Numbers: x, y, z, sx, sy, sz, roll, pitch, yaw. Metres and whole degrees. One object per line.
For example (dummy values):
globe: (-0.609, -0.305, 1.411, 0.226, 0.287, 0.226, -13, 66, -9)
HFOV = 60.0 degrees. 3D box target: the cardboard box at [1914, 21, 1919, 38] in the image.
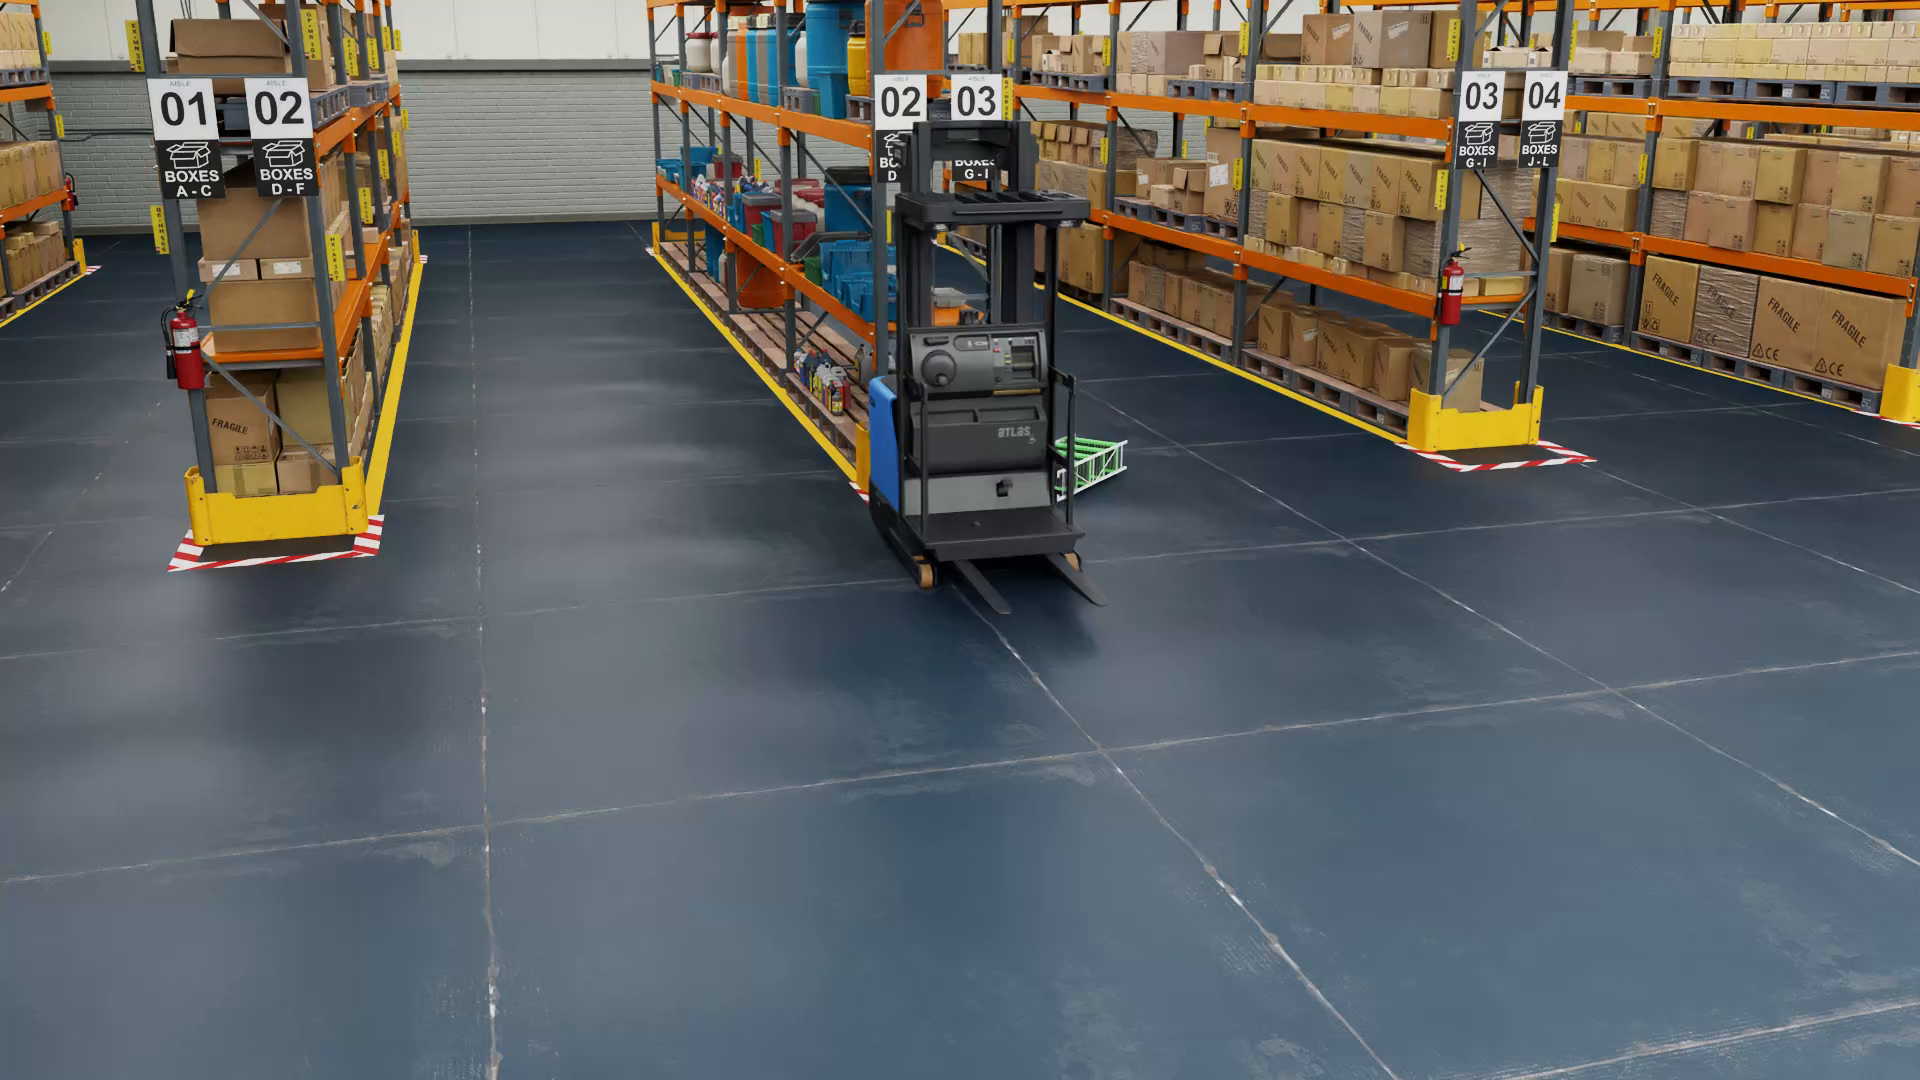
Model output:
cardboard box: (8.964, -4.654, 15.163, 0.380, 0.149, 0.250, -5, 17, -15)

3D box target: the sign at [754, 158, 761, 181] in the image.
sign: (-2.945, -5.379, 24.165, 0.100, 0.325, 0.005, -5, 17, -15)

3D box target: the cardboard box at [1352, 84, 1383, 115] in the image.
cardboard box: (3.936, -4.034, 15.215, 0.500, 0.250, 0.500, -4, 17, -14)

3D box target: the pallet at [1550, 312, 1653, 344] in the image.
pallet: (7.999, -2.619, 20.302, 1.003, 0.211, 1.213, -5, 17, -15)

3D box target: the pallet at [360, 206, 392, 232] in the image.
pallet: (-7.392, -3.797, 19.711, 1.213, 0.211, 1.003, -5, 17, -15)

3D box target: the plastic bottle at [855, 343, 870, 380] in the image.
plastic bottle: (-0.960, -1.766, 16.457, 0.144, 0.351, 0.185, -5, 17, -15)

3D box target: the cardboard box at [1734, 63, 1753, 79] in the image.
cardboard box: (8.338, -4.903, 17.379, 0.380, 0.149, 0.250, -5, 17, -16)

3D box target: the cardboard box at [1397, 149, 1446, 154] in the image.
cardboard box: (4.427, -3.396, 15.614, 0.500, 0.500, 0.500, -5, 17, -15)

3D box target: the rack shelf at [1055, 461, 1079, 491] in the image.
rack shelf: (0.699, -0.523, 13.182, 0.480, 0.258, 0.148, 10, 19, 30)

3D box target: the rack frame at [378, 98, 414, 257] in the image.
rack frame: (-9.337, -5.919, 26.444, 1.000, 3.000, 0.127, -5, 17, -15)

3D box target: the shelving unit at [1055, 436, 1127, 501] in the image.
shelving unit: (0.857, -0.598, 13.431, 0.503, 0.258, 1.200, 10, 19, 30)

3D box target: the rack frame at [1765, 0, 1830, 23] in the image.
rack frame: (11.916, -8.145, 23.427, 1.000, 3.000, 0.127, -5, 17, -15)

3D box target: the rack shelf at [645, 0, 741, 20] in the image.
rack shelf: (-4.024, -8.094, 25.201, 1.077, 0.370, 4.000, -5, 17, -15)

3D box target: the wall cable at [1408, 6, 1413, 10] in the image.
wall cable: (11.296, -12.196, 36.846, 2.988, 3.039, 0.133, -5, 17, -15)

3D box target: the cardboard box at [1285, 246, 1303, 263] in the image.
cardboard box: (3.515, -2.901, 16.832, 0.380, 0.149, 0.250, -5, 17, -15)

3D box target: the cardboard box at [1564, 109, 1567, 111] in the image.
cardboard box: (10.458, -7.358, 28.193, 0.380, 0.149, 0.250, -4, 17, -14)

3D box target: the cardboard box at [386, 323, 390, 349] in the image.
cardboard box: (-6.479, -2.183, 18.055, 0.500, 0.250, 0.500, -4, 17, -14)

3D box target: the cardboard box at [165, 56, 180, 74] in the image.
cardboard box: (-5.510, -3.424, 12.211, 0.500, 0.250, 0.500, -5, 17, -15)

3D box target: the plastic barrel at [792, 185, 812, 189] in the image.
plastic barrel: (-1.887, -3.883, 19.471, 0.421, 0.512, 0.421, 0, 17, 0)

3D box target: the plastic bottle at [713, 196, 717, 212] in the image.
plastic bottle: (-3.161, -4.366, 21.618, 0.097, 0.201, 0.097, 0, 17, 0)

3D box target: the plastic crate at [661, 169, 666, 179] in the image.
plastic crate: (-4.627, -5.835, 26.518, 0.250, 0.136, 0.298, -5, 17, -15)

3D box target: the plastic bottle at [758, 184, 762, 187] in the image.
plastic bottle: (-2.715, -4.719, 22.663, 0.152, 0.276, 0.135, -5, 17, -15)

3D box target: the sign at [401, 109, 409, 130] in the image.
sign: (-8.798, -6.664, 26.360, 0.100, 0.325, 0.005, -5, 17, -15)

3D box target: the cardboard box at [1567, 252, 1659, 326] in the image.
cardboard box: (8.026, -3.035, 20.022, 1.050, 0.750, 0.750, -5, 17, -16)

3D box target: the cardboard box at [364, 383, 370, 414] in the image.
cardboard box: (-5.574, -1.234, 14.897, 0.500, 0.250, 0.500, -5, 17, -15)

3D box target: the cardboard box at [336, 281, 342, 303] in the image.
cardboard box: (-5.626, -2.241, 14.026, 0.700, 0.500, 0.500, -4, 17, -14)

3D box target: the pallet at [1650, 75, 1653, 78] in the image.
pallet: (11.378, -7.101, 25.493, 1.003, 0.211, 1.213, -4, 17, -13)

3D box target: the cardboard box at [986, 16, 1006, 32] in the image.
cardboard box: (0.734, -8.235, 26.557, 0.500, 0.250, 0.500, -5, 18, -17)

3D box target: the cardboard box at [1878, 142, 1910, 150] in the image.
cardboard box: (12.394, -4.947, 21.787, 0.500, 0.500, 0.500, -4, 17, -13)

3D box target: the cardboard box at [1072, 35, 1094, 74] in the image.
cardboard box: (1.829, -6.569, 22.490, 0.500, 0.500, 0.500, -4, 17, -12)

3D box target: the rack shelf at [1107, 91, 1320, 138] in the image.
rack shelf: (2.937, -5.028, 19.512, 1.077, 0.370, 4.000, -5, 17, -15)

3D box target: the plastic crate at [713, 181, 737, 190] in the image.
plastic crate: (-3.465, -5.246, 24.557, 0.396, 0.136, 0.243, -5, 17, -15)

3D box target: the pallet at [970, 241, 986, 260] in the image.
pallet: (0.815, -4.814, 27.612, 1.003, 0.211, 1.213, -5, 17, -15)

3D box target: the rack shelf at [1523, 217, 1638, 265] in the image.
rack shelf: (7.734, -3.955, 21.156, 1.077, 0.370, 4.000, -5, 17, -15)

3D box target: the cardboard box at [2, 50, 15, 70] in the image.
cardboard box: (-13.211, -6.530, 22.618, 0.500, 0.250, 0.500, -5, 17, -17)

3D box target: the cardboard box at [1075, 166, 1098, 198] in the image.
cardboard box: (1.882, -4.792, 22.517, 0.500, 0.500, 0.500, -5, 17, -16)

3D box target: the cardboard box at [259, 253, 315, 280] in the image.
cardboard box: (-4.841, -1.978, 12.021, 0.380, 0.149, 0.250, -5, 17, -16)

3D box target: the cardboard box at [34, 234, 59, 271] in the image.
cardboard box: (-13.673, -4.207, 24.357, 0.700, 0.500, 0.500, -5, 17, -15)

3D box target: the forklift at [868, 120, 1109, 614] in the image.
forklift: (0.181, -1.205, 10.868, 1.130, 2.935, 3.031, -4, 17, -14)

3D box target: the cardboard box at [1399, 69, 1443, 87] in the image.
cardboard box: (4.070, -4.032, 14.515, 0.380, 0.149, 0.250, -5, 18, -18)

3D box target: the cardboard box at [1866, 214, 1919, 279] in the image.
cardboard box: (9.237, -2.811, 15.835, 0.875, 0.550, 0.550, -5, 17, -15)

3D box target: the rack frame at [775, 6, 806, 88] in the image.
rack frame: (-1.276, -5.864, 15.832, 1.000, 3.000, 0.127, -5, 17, -15)

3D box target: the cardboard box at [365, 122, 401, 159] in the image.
cardboard box: (-8.380, -5.777, 24.059, 0.500, 0.500, 0.500, -5, 17, -17)

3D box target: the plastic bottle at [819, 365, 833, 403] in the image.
plastic bottle: (-1.233, -1.455, 15.423, 0.144, 0.351, 0.185, -4, 17, -13)

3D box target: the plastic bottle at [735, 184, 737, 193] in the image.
plastic bottle: (-3.170, -5.010, 23.762, 0.097, 0.201, 0.097, 0, 17, 0)

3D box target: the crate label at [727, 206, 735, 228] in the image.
crate label: (-2.620, -3.871, 19.915, 0.303, 0.233, 0.416, -5, 17, -15)

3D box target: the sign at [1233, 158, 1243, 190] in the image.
sign: (2.954, -3.892, 17.682, 0.100, 0.325, 0.005, -5, 17, -15)

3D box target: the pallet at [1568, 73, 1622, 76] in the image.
pallet: (10.602, -8.000, 28.311, 1.003, 0.211, 1.213, -5, 17, -15)

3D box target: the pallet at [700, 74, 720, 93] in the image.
pallet: (-2.850, -6.027, 21.917, 1.003, 0.211, 1.213, -5, 17, -15)

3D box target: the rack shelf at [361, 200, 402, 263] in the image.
rack shelf: (-7.688, -3.915, 21.023, 1.077, 0.370, 4.000, -5, 17, -15)

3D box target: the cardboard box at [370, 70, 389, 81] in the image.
cardboard box: (-8.134, -6.332, 22.864, 0.500, 0.250, 0.500, -5, 17, -15)

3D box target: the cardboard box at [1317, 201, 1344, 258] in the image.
cardboard box: (3.986, -3.030, 16.135, 0.875, 0.500, 0.500, -5, 17, -15)

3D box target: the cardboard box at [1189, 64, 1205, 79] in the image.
cardboard box: (2.875, -5.419, 19.240, 0.380, 0.166, 0.250, -5, 17, -17)

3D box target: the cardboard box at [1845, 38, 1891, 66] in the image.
cardboard box: (8.843, -4.648, 15.838, 0.500, 0.250, 0.500, -5, 17, -15)

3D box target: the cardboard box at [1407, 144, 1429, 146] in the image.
cardboard box: (6.816, -5.795, 24.701, 0.380, 0.149, 0.250, -5, 17, -16)
